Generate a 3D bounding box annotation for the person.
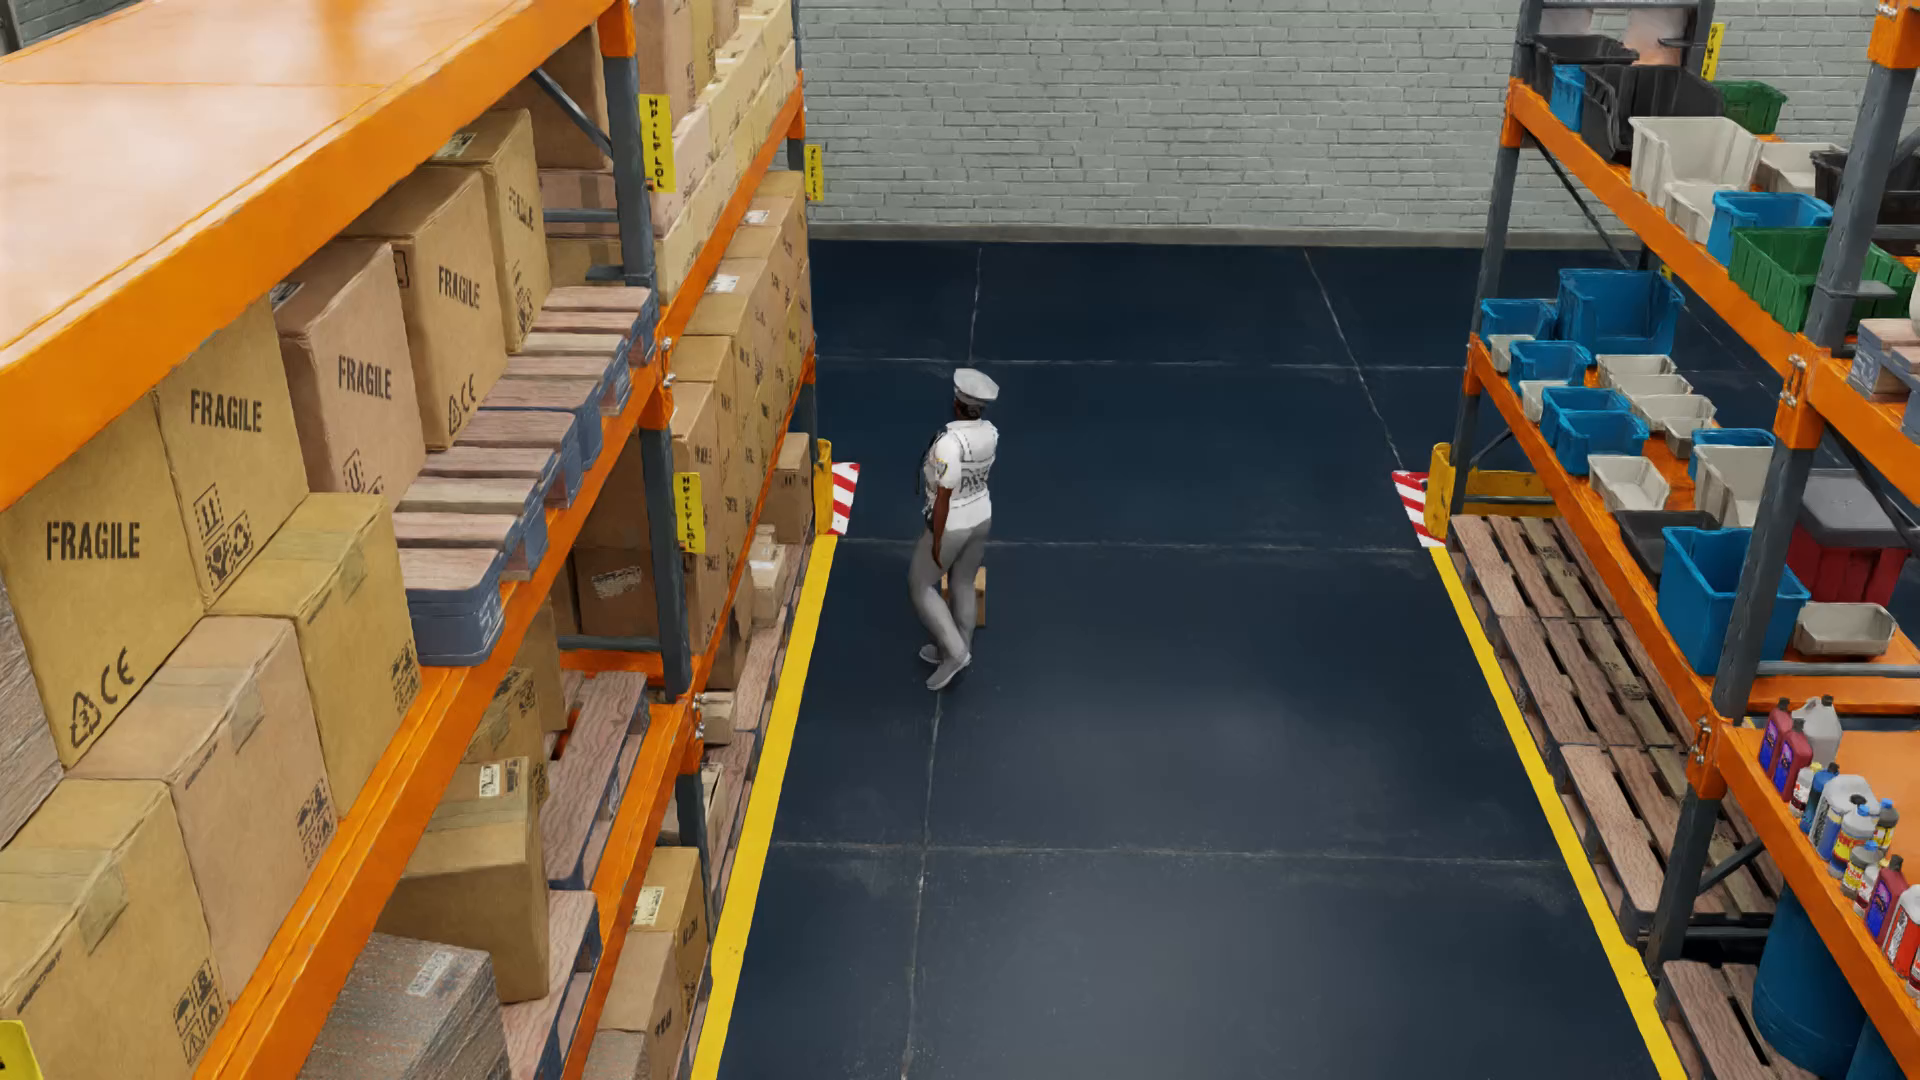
[{"bbox_3d":[-0.037,-0.055,8.715,0.408,1.681,0.574,19,34,32],"label":"person"}]
